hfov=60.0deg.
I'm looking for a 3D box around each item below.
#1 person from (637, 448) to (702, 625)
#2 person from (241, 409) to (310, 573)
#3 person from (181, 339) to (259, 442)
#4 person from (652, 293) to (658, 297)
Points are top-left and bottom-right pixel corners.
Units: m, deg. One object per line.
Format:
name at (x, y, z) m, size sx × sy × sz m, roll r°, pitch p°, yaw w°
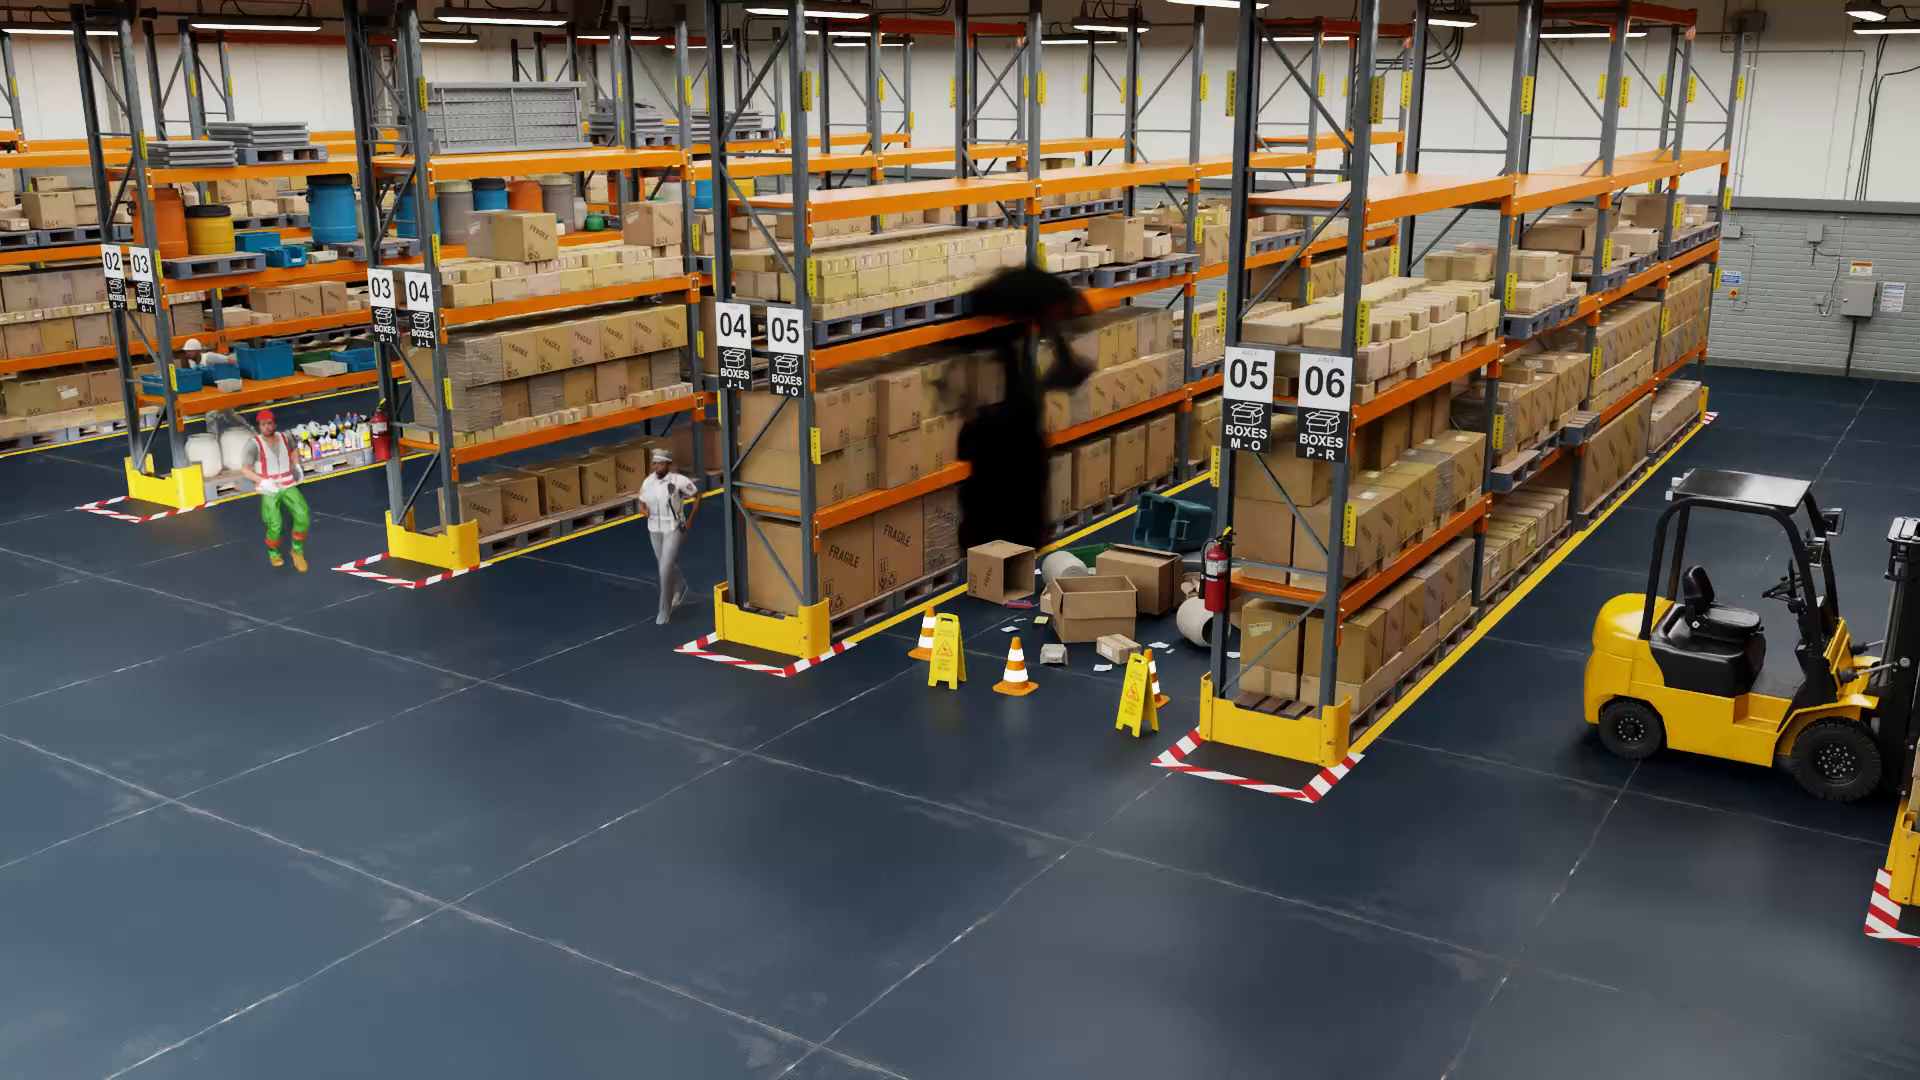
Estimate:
person at (-2.850, -0.055, 16.338) m, size 0.571 × 1.774 × 0.745 m, roll 6°, pitch 17°, yaw 21°
person at (-7.308, -0.522, 17.810) m, size 0.671 × 1.784 × 0.664 m, roll -14°, pitch 21°, yaw -42°
person at (-10.346, -1.998, 23.346) m, size 0.698 × 1.754 × 1.038 m, roll 9°, pitch 18°, yaw 29°
person at (-5.495, -4.255, 31.289) m, size 0.645 × 1.767 × 0.900 m, roll 8°, pitch 17°, yaw 26°
